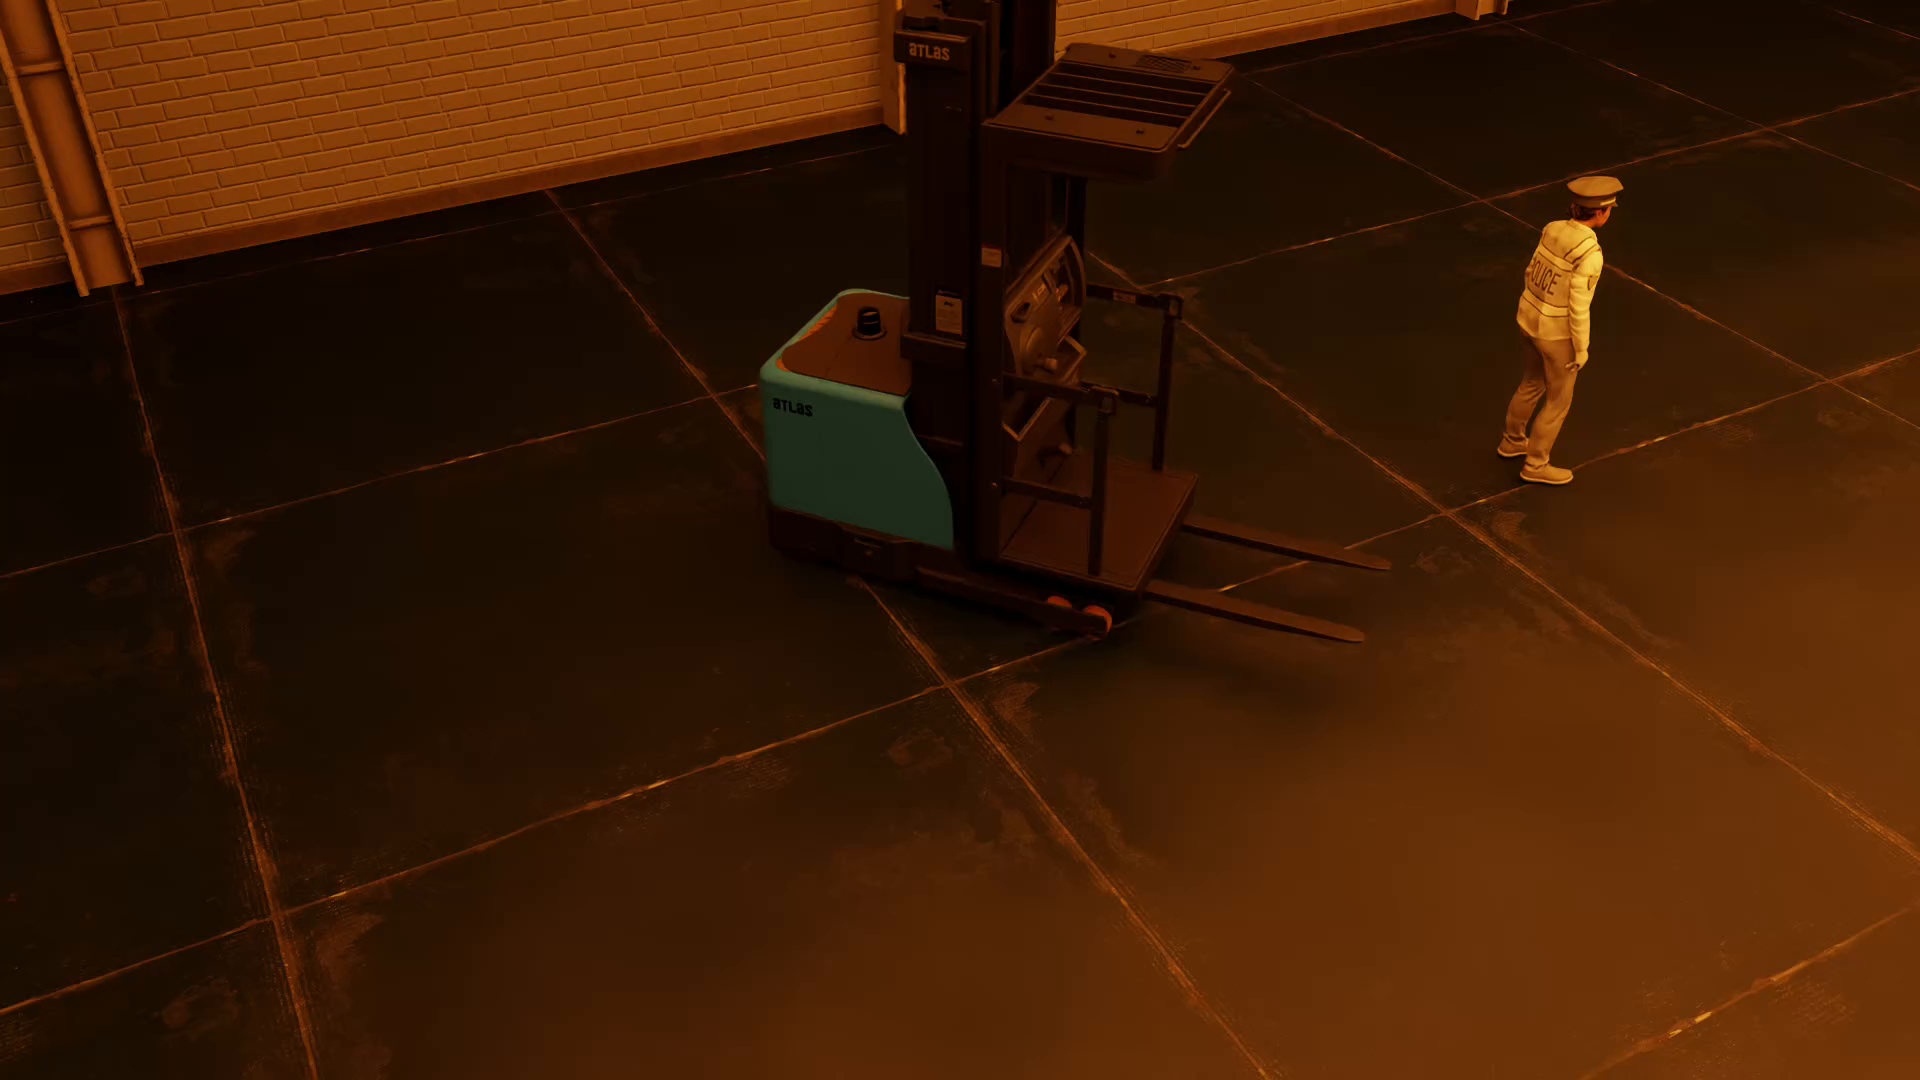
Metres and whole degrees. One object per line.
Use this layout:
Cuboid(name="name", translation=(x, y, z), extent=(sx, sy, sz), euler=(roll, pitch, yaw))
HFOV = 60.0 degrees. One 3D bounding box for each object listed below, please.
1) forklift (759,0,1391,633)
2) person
Cuboid(name="forklift", translation=(0.599, -1.095, 7.672), extent=(3.031, 2.935, 1.130), euler=(11, 37, 15))
Cuboid(name="person", translation=(3.148, -1.103, 8.785), extent=(0.375, 1.662, 0.513), euler=(-8, 36, -11))
